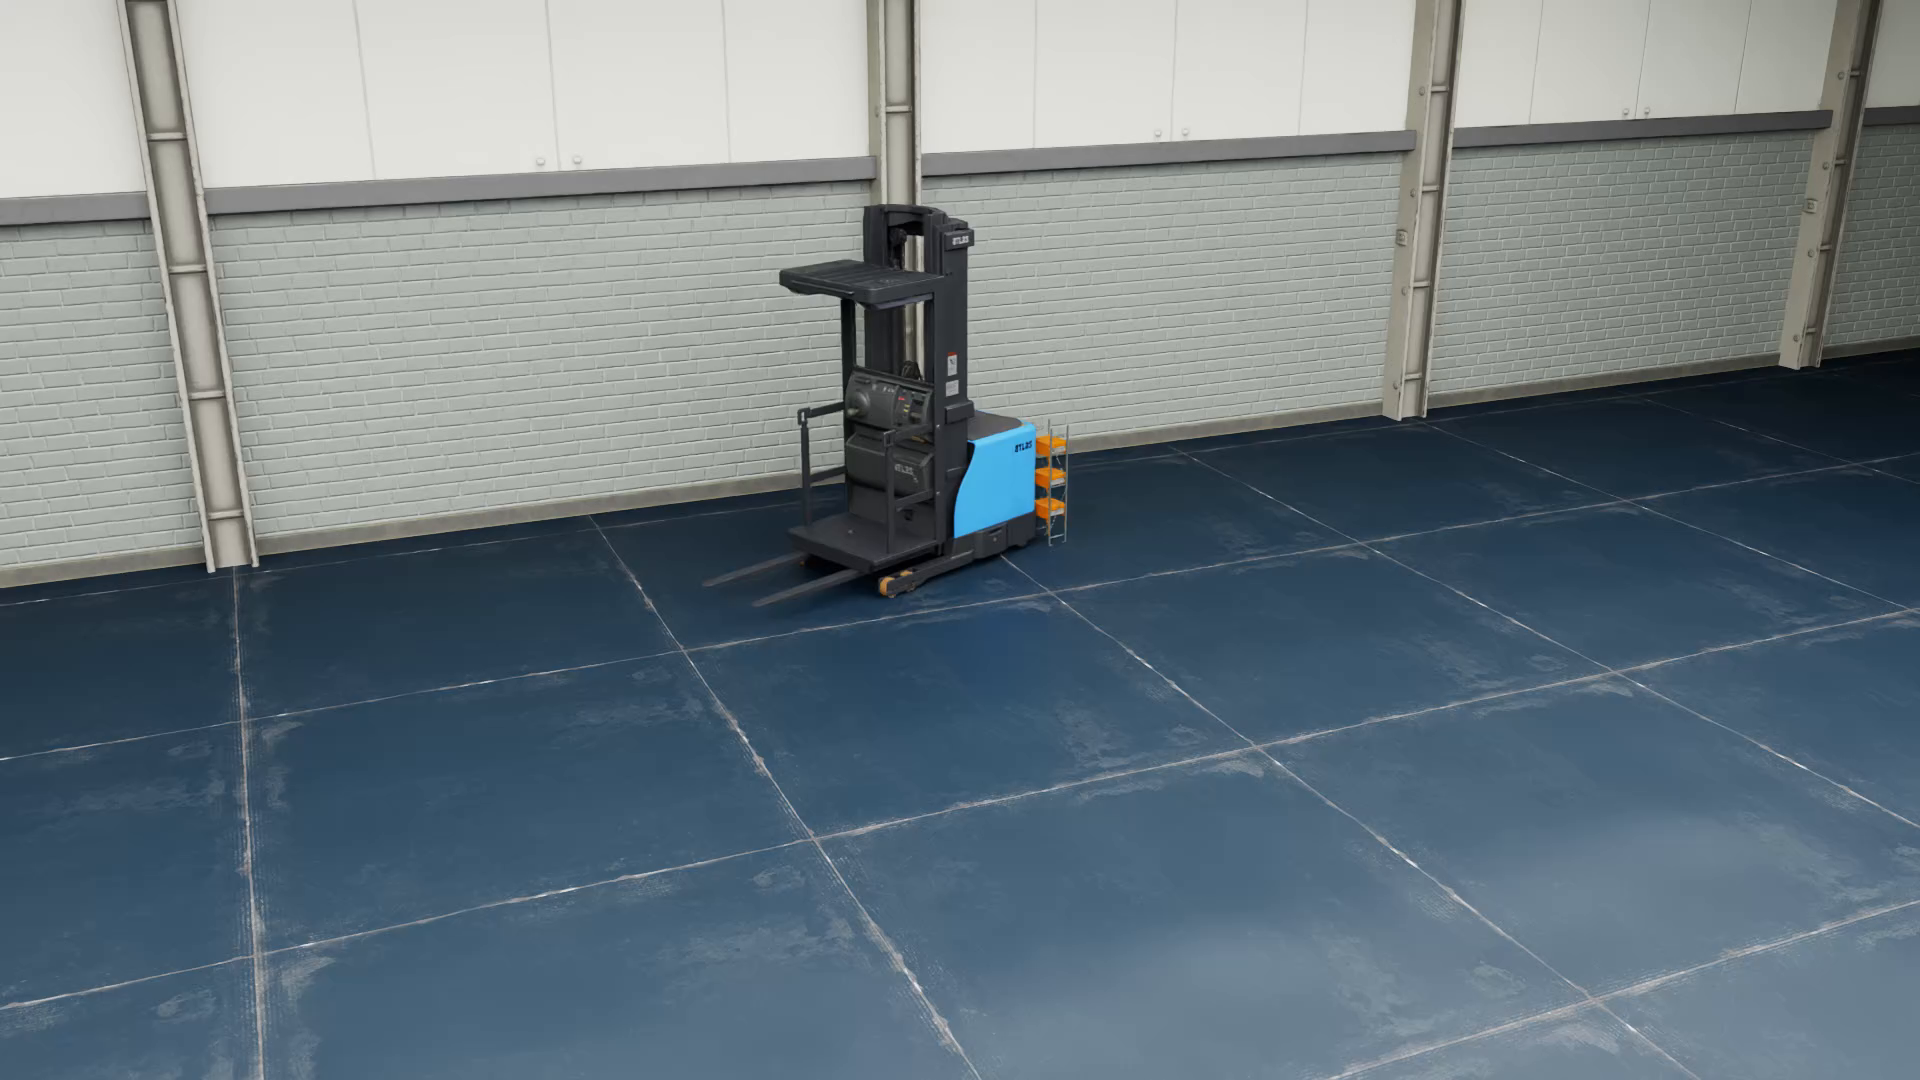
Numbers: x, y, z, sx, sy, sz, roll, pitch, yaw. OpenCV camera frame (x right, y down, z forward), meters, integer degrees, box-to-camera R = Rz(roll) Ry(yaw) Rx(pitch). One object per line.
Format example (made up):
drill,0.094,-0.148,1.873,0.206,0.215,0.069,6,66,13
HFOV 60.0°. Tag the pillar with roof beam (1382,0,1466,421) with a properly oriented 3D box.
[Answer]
pillar with roof beam,6.622,-4.313,13.222,0.400,9.000,9.100,-8,21,-22

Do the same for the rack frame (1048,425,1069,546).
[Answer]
rack frame,0.843,-0.462,14.254,0.200,1.050,0.008,-14,24,-35

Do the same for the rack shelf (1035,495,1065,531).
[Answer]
rack shelf,0.769,-0.222,14.441,0.215,0.259,0.240,-14,24,-35

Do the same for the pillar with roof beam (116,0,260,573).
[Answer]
pillar with roof beam,-4.396,-2.734,8.739,0.400,9.000,9.100,-8,21,-22

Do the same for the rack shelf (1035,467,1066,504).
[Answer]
rack shelf,0.769,-0.484,14.348,0.215,0.259,0.240,-14,24,-35

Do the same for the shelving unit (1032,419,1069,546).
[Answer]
shelving unit,0.769,-0.494,14.345,0.215,1.050,0.252,-14,24,-35

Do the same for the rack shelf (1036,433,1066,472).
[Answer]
rack shelf,0.769,-0.752,14.254,0.215,0.259,0.240,-14,24,-35

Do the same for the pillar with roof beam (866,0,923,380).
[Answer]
pillar with roof beam,1.113,-3.524,10.980,0.400,9.000,9.100,-8,21,-22

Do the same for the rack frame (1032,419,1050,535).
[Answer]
rack frame,0.694,-0.526,14.436,0.200,1.050,0.008,-14,24,-35

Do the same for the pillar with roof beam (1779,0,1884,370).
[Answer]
pillar with roof beam,12.132,-5.102,15.464,0.400,9.000,9.100,-8,21,-22

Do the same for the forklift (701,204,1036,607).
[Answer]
forklift,-0.723,-1.113,13.270,1.130,2.935,3.031,18,26,41
